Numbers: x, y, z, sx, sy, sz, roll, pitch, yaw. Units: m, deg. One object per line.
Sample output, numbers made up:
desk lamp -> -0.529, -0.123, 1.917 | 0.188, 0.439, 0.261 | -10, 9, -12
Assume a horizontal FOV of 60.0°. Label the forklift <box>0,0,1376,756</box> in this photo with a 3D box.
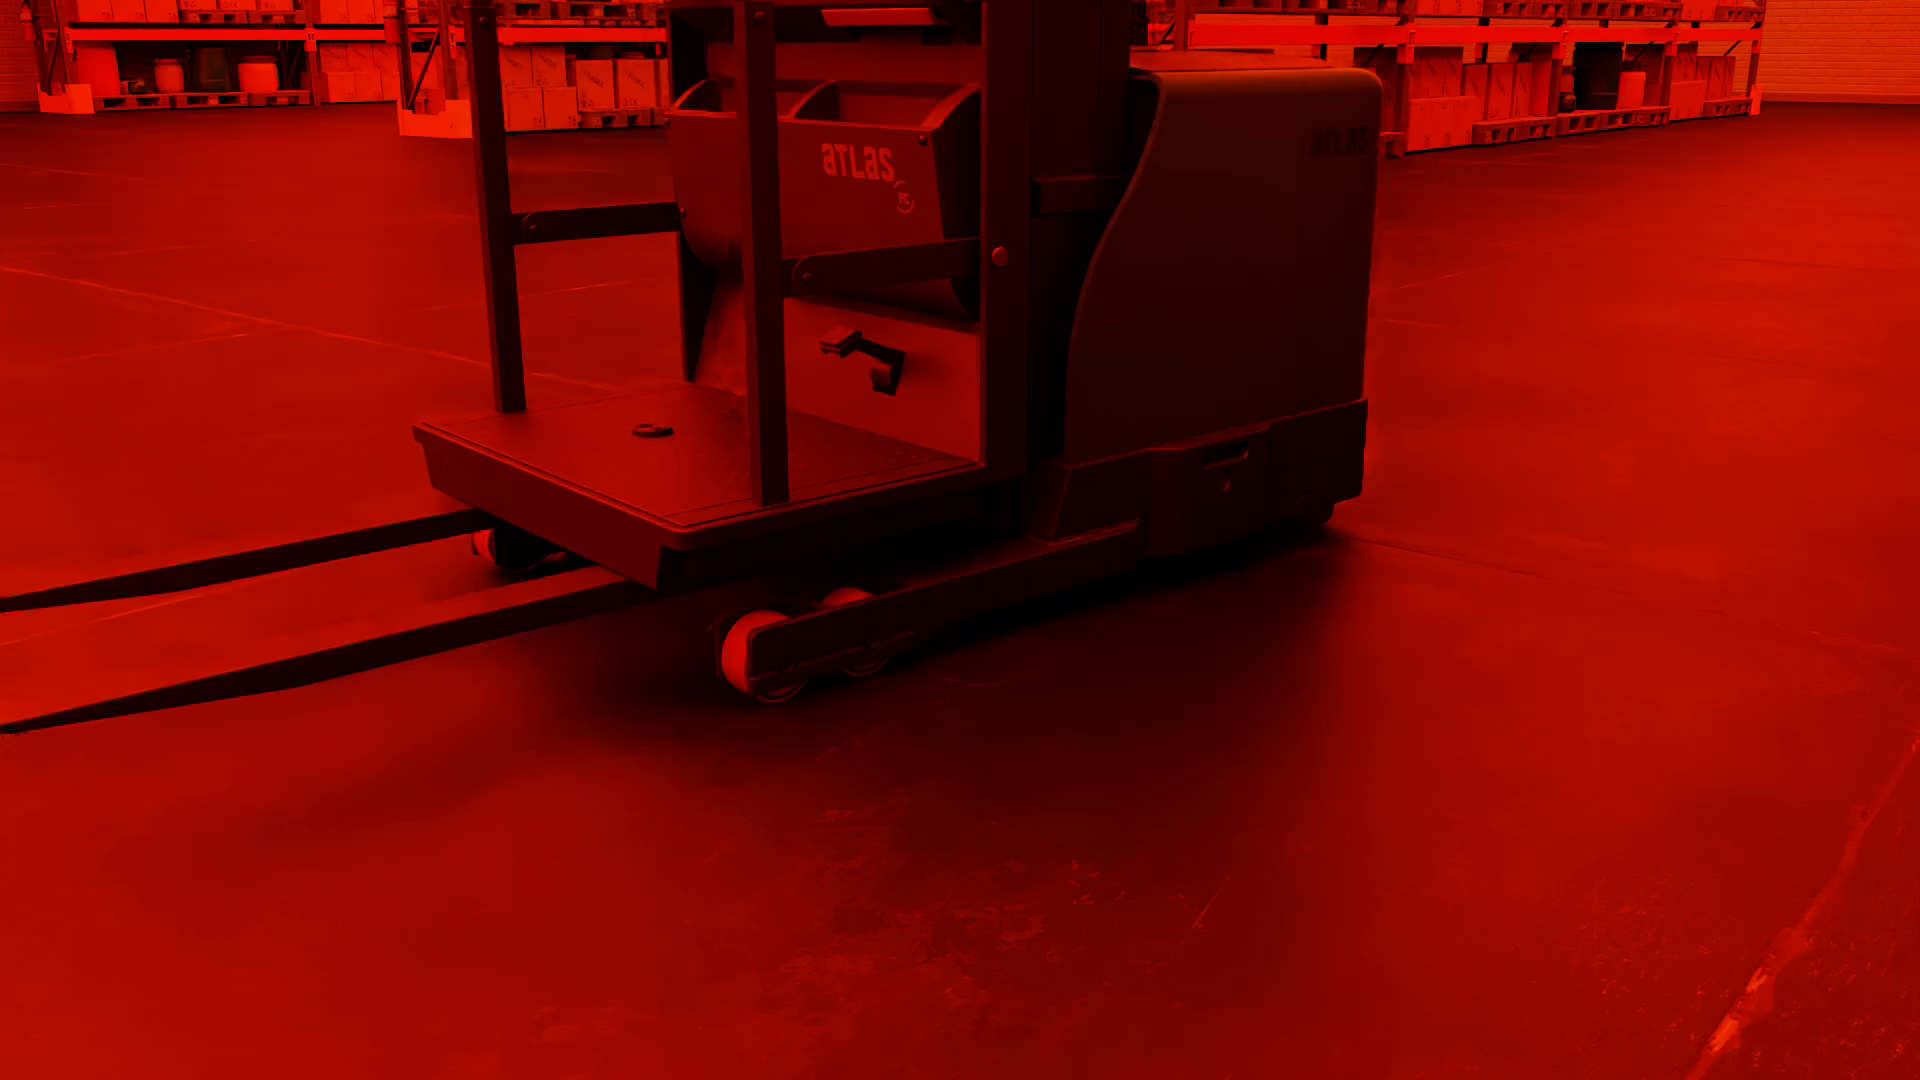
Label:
forklift -> -0.438, -1.275, 3.098 | 3.031, 2.935, 1.130 | -15, 23, -41
